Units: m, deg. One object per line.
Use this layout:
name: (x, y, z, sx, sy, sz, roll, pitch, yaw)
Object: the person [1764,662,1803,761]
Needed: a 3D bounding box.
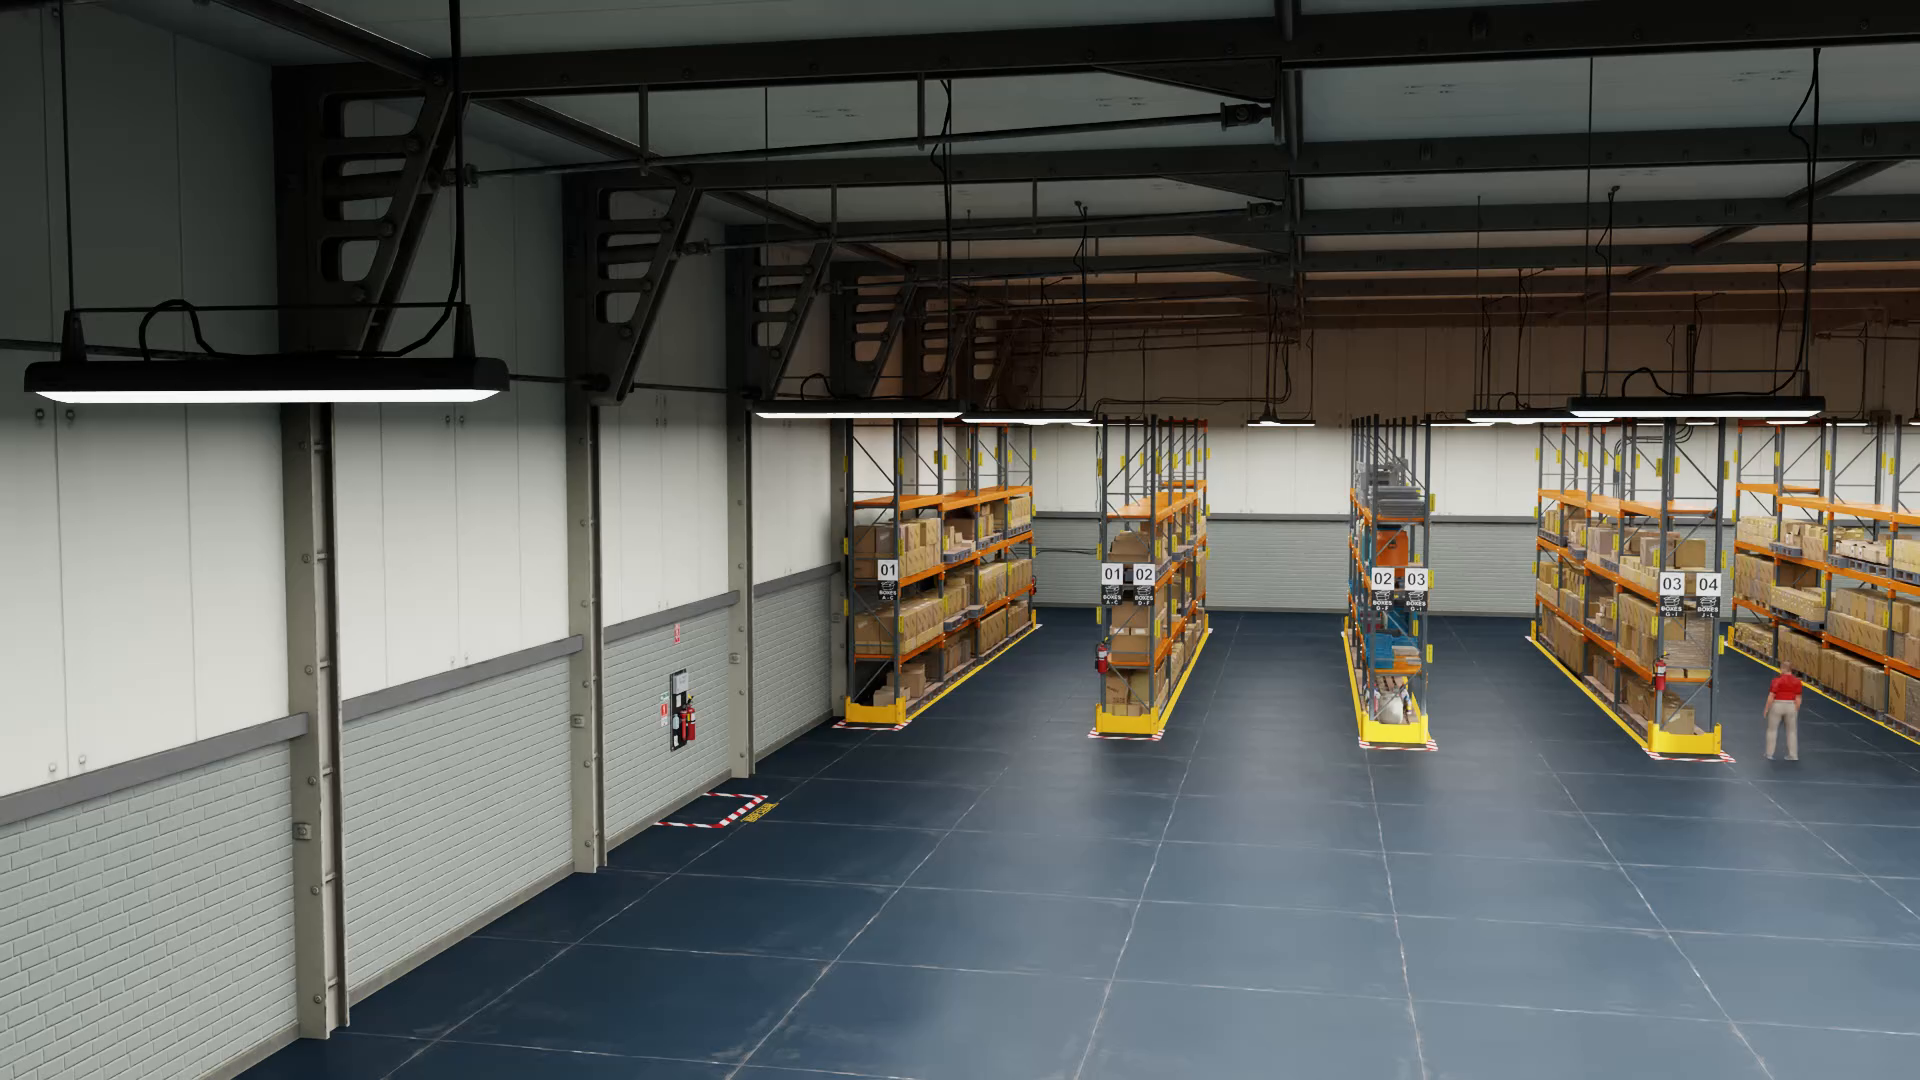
person: (14.226, 2.951, 28.756, 0.596, 1.733, 0.492, 1, 4, 20)
